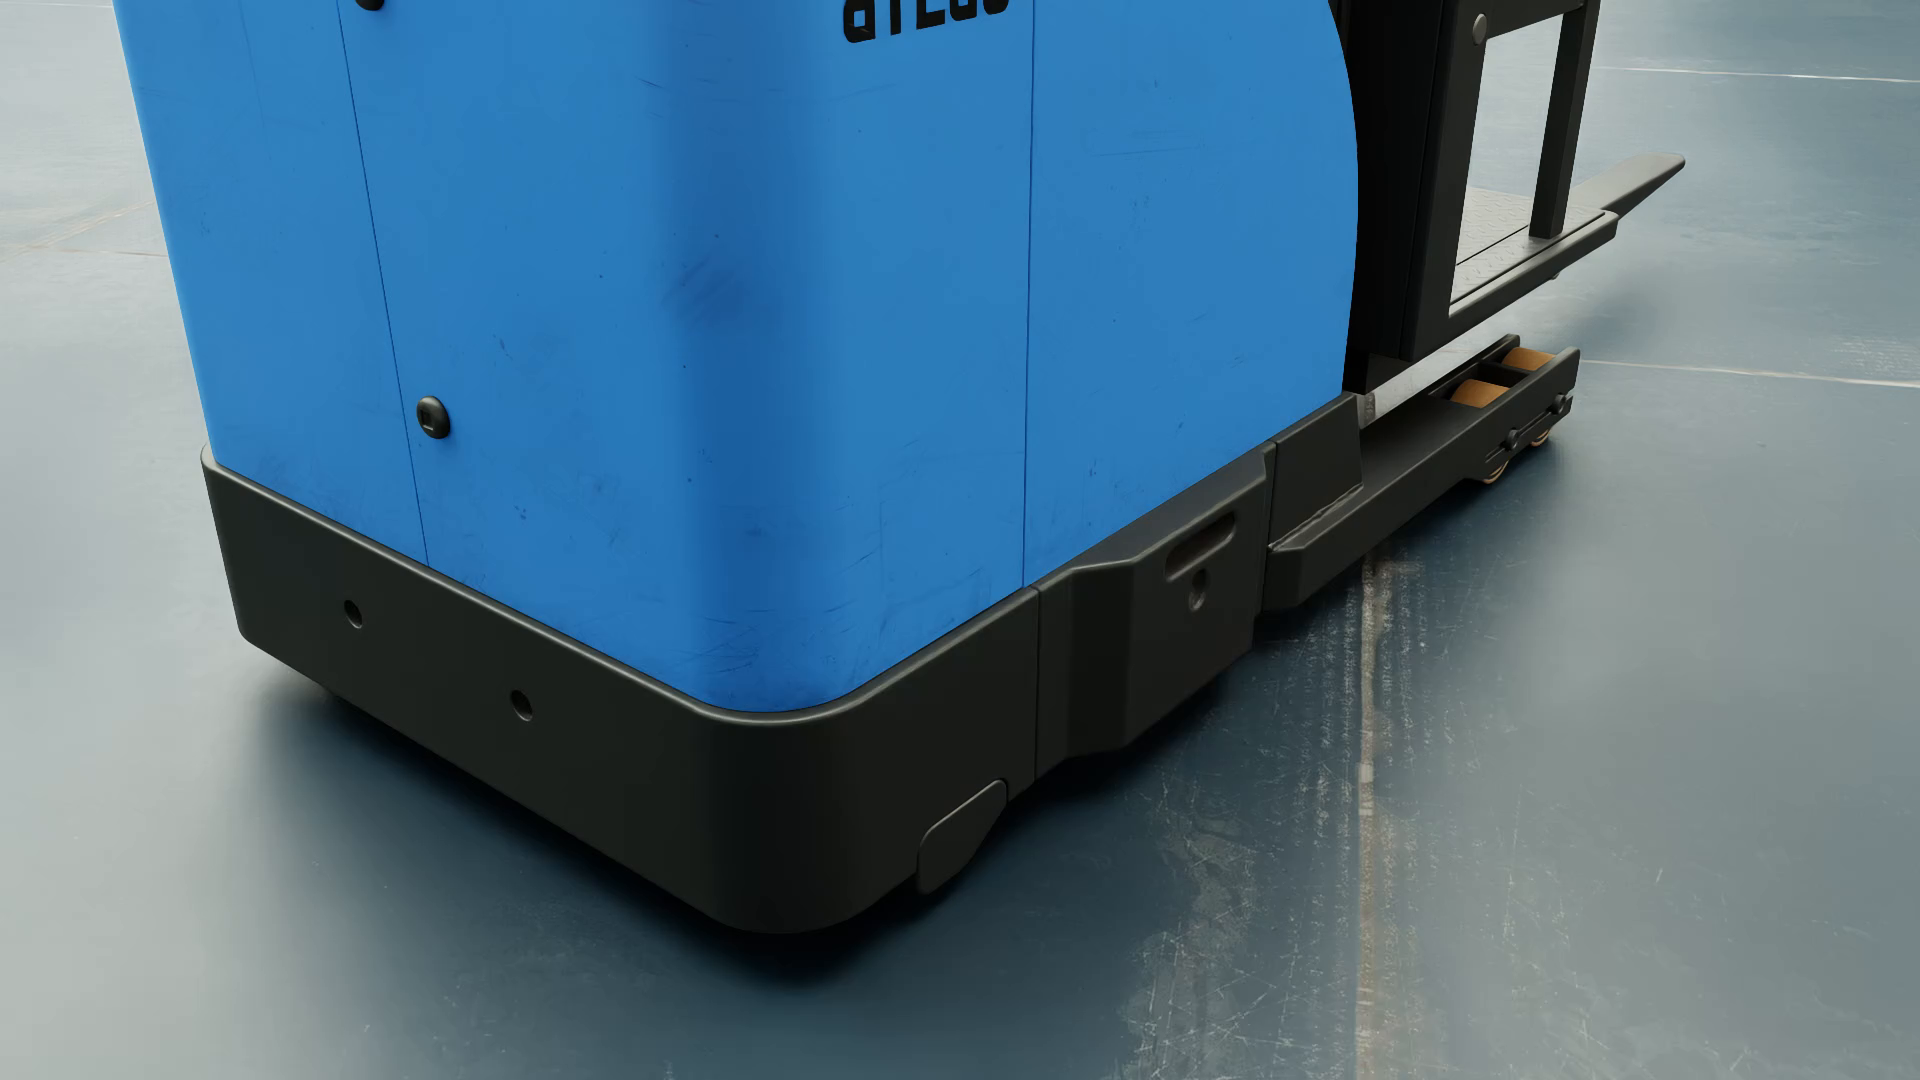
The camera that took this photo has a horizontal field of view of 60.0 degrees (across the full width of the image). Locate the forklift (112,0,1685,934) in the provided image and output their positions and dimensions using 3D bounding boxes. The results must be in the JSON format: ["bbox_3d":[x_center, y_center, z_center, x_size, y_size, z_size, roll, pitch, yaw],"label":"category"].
[{"bbox_3d":[0.391,-1.525,2.269,1.130,2.935,3.031,20,33,34],"label":"forklift"}]
